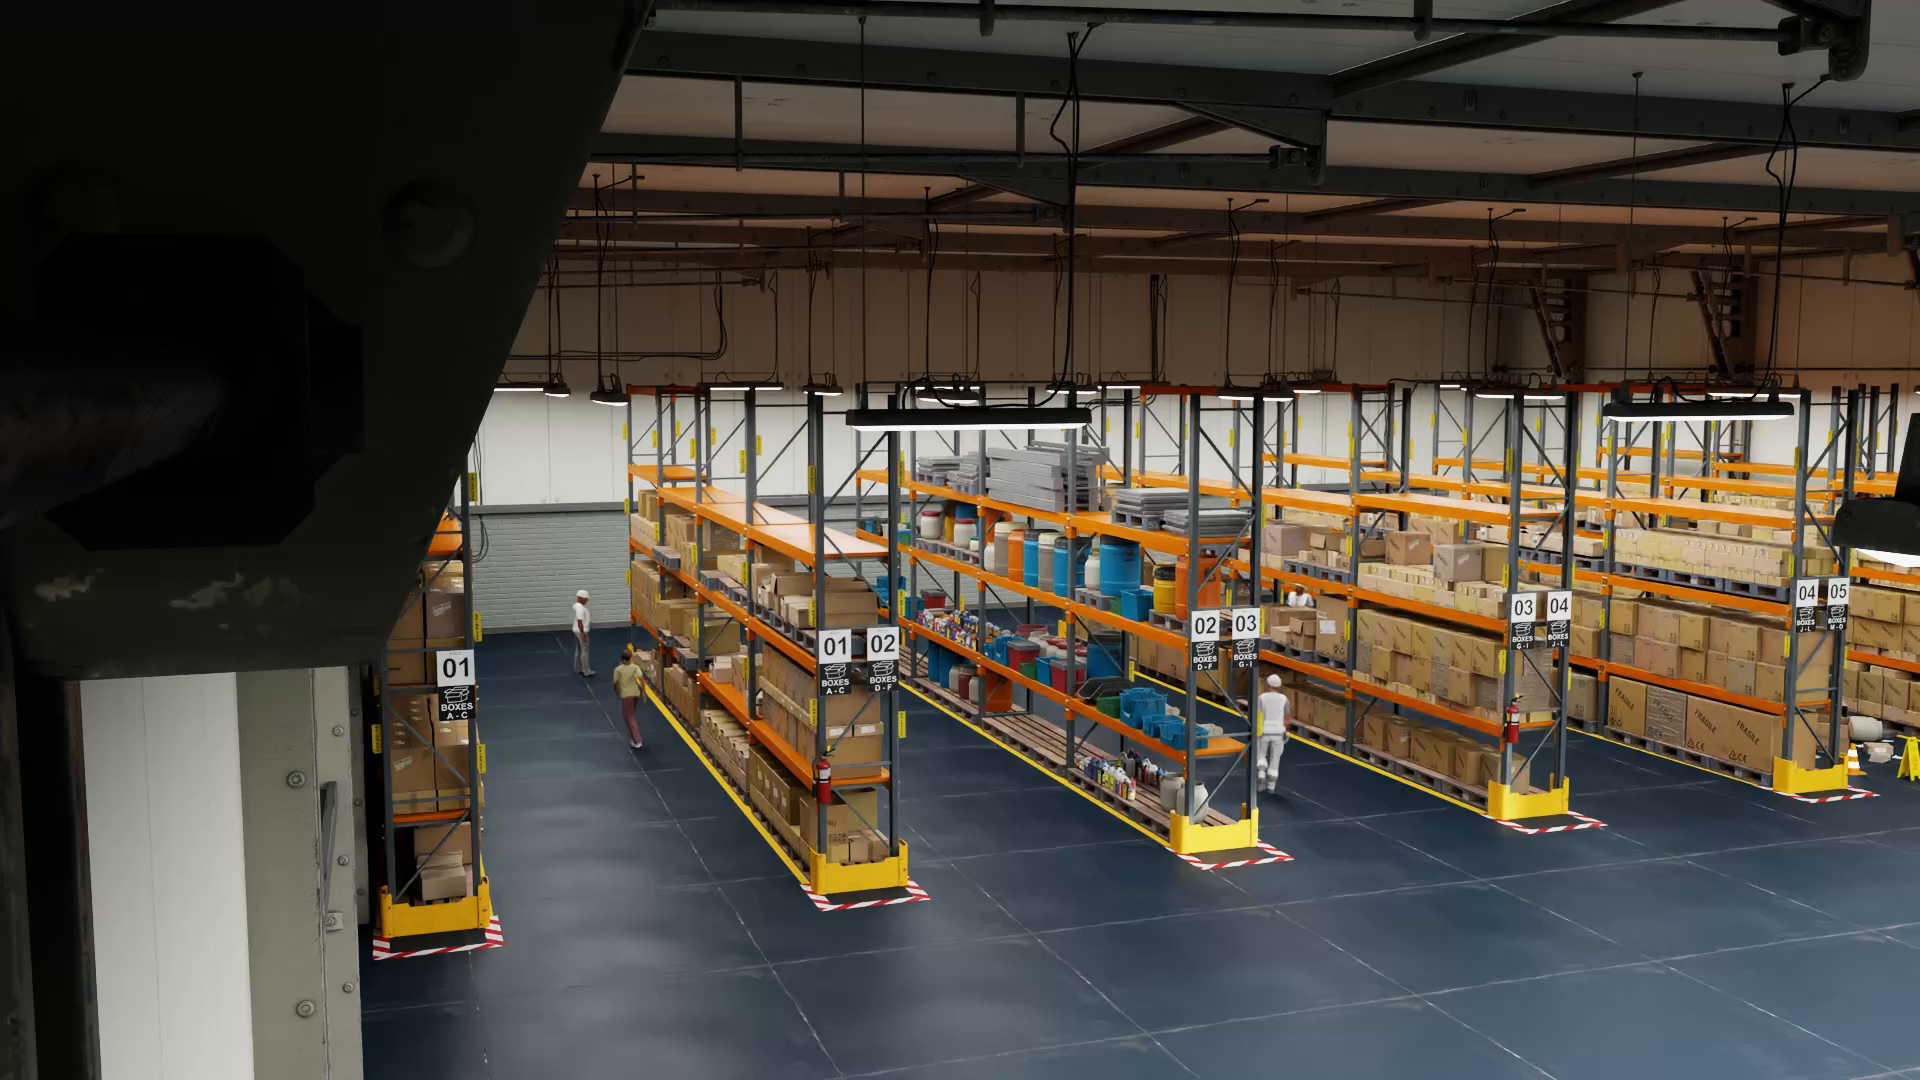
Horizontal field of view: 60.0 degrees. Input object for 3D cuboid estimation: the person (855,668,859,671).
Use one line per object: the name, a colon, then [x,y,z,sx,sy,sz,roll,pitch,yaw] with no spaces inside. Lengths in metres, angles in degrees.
person: [-1.911,2.331,30.242,0.532,1.692,0.536,0,6,-2]

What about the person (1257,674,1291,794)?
person: [4.624,2.877,24.702,0.540,1.784,0.497,2,6,16]

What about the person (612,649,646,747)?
person: [-5.584,2.675,27.874,0.624,1.717,0.428,4,7,36]

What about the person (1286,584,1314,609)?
person: [7.318,1.753,35.878,0.613,1.785,0.707,0,6,-2]

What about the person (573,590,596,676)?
person: [-7.764,1.902,34.326,0.428,1.763,0.645,-3,6,-23]
